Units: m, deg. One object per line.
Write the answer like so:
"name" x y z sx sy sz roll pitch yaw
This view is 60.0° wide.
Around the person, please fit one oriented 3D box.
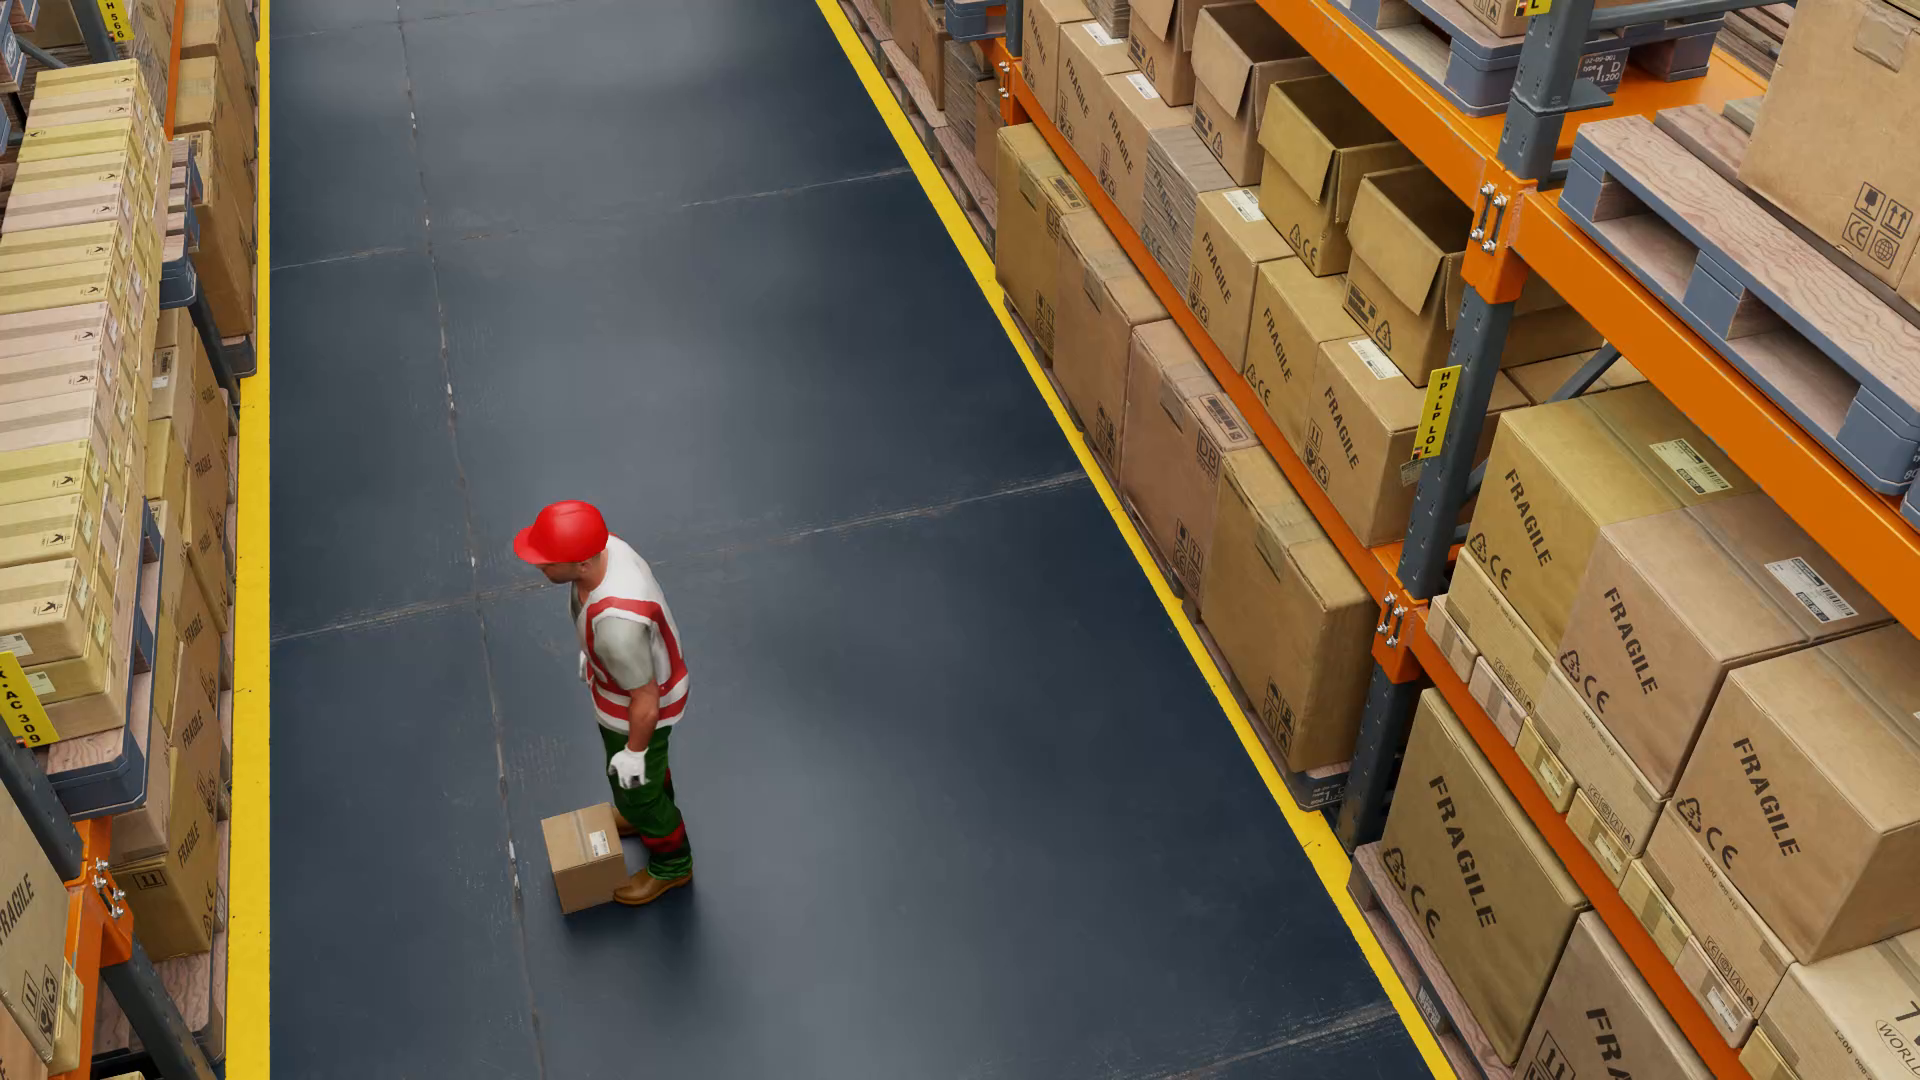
"person" -1.131 0.537 5.548 0.445 1.781 0.621 -14 44 -15
